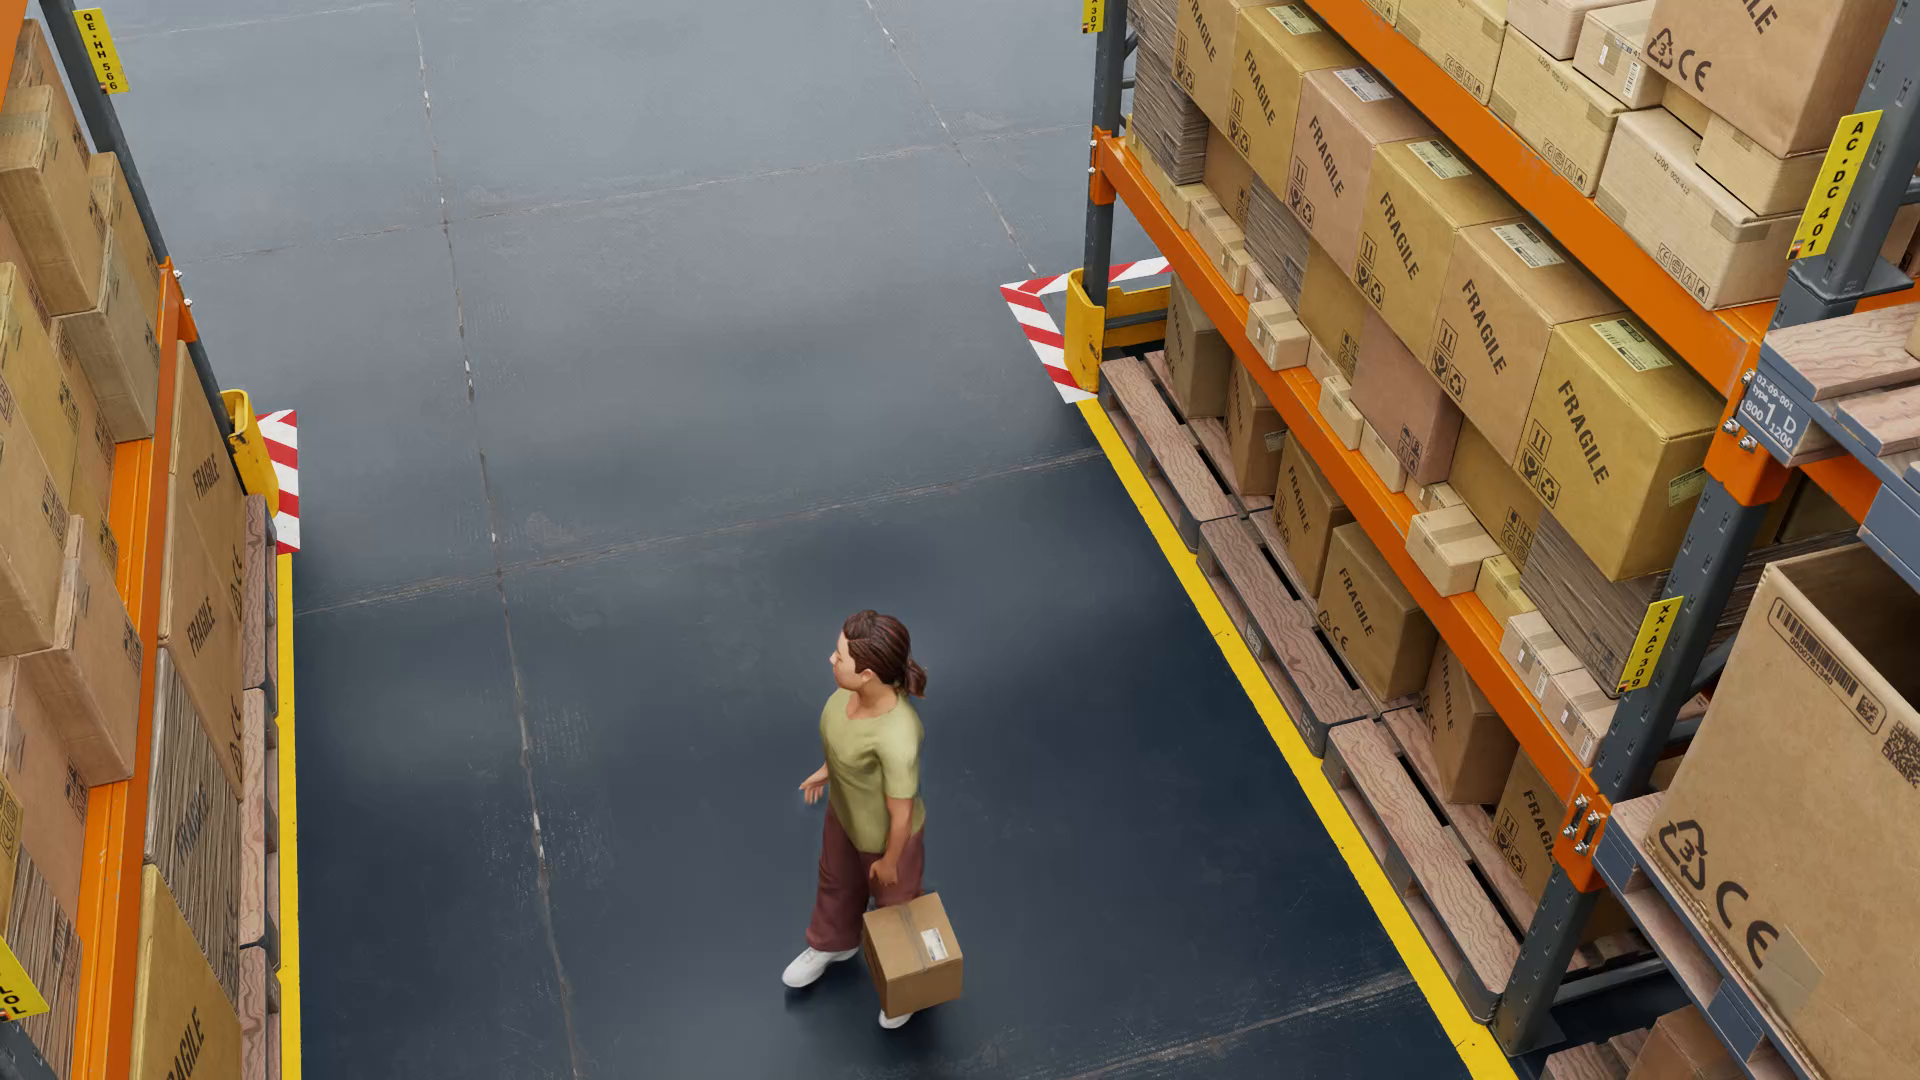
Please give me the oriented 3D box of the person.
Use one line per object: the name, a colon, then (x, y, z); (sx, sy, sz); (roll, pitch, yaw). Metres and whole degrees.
person: (-0.333, 0.895, 5.154); (0.527, 1.673, 0.483); (-18, 45, -19)
